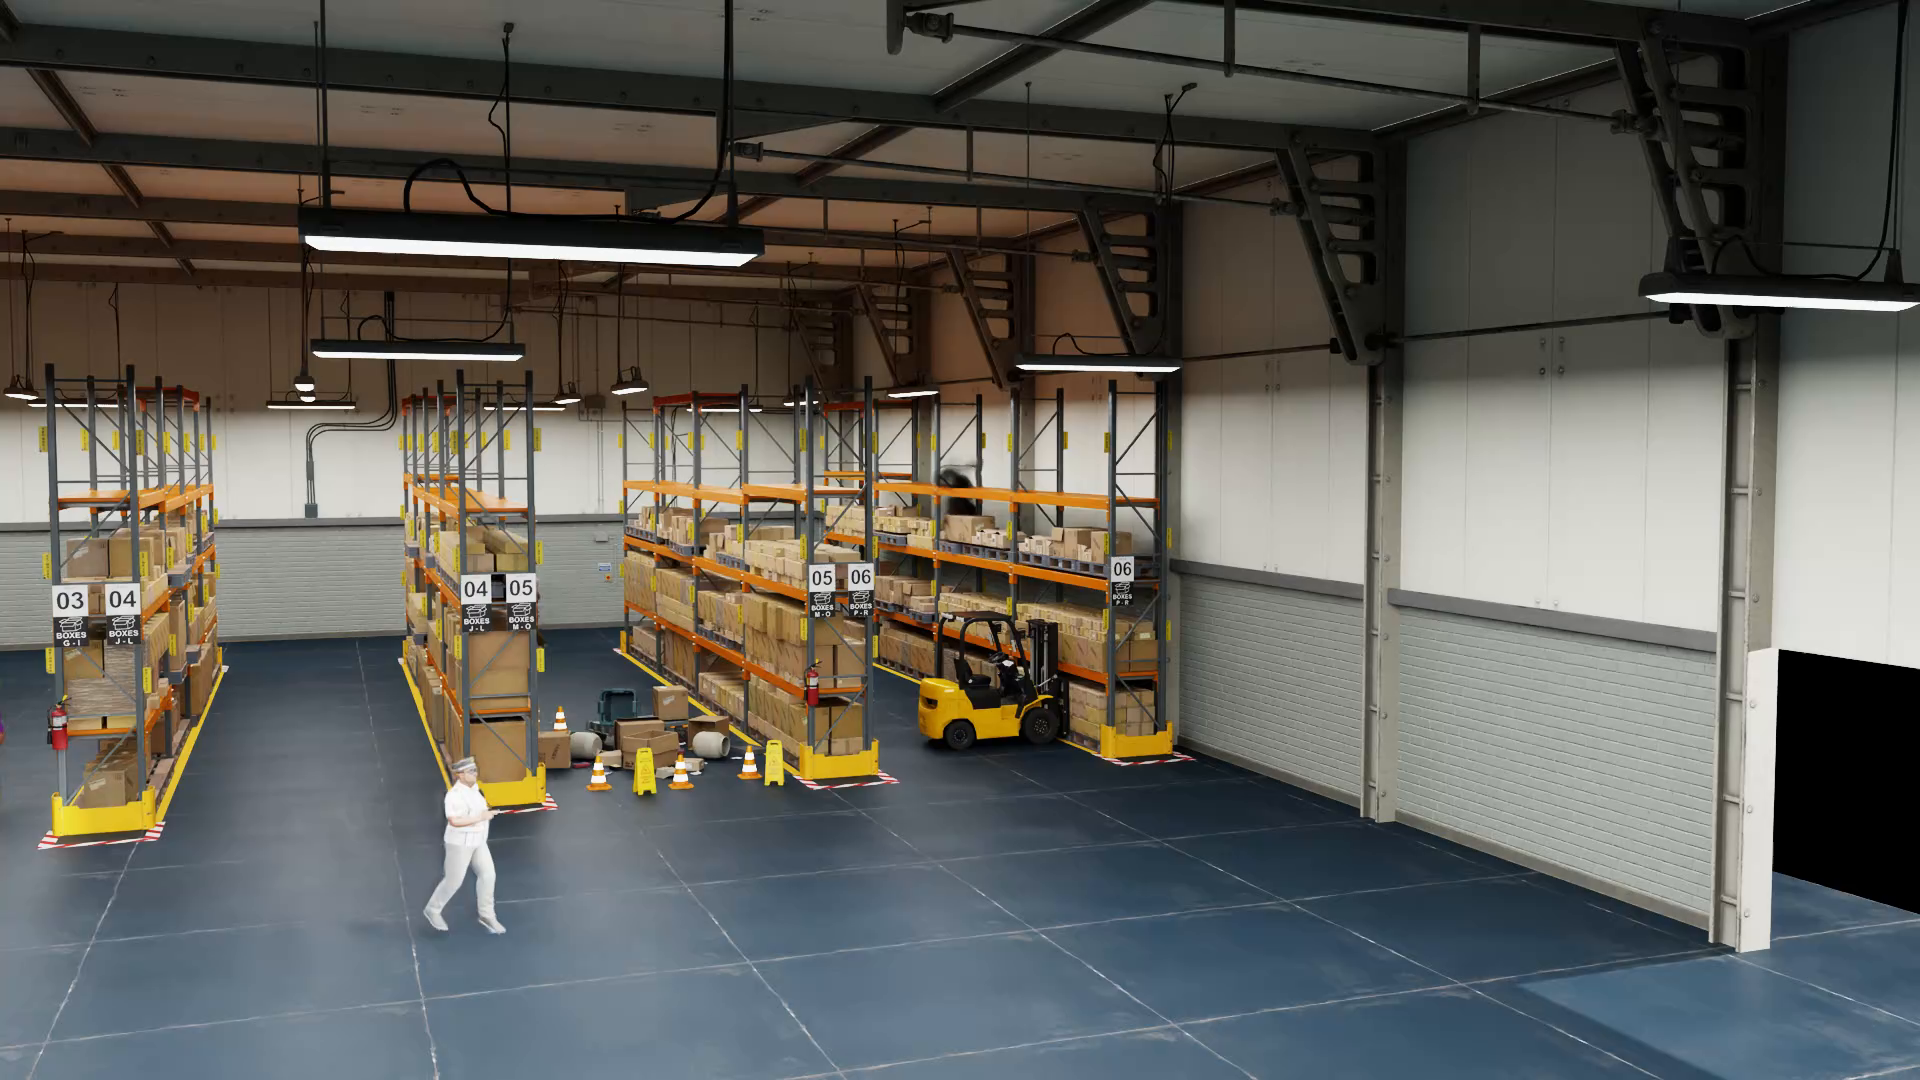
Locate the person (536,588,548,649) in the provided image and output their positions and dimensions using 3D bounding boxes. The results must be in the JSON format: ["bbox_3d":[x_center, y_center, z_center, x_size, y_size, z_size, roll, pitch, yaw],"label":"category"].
[{"bbox_3d":[-10.278,1.798,39.759,0.799,1.846,0.686,-1,4,-22],"label":"person"}]

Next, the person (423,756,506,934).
[{"bbox_3d":[-5.074,3.117,16.959,0.848,1.844,0.664,1,3,16],"label":"person"}]

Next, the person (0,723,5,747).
[{"bbox_3d":[-12.690,2.893,21.385,0.727,1.813,0.786,-2,4,-30],"label":"person"}]
